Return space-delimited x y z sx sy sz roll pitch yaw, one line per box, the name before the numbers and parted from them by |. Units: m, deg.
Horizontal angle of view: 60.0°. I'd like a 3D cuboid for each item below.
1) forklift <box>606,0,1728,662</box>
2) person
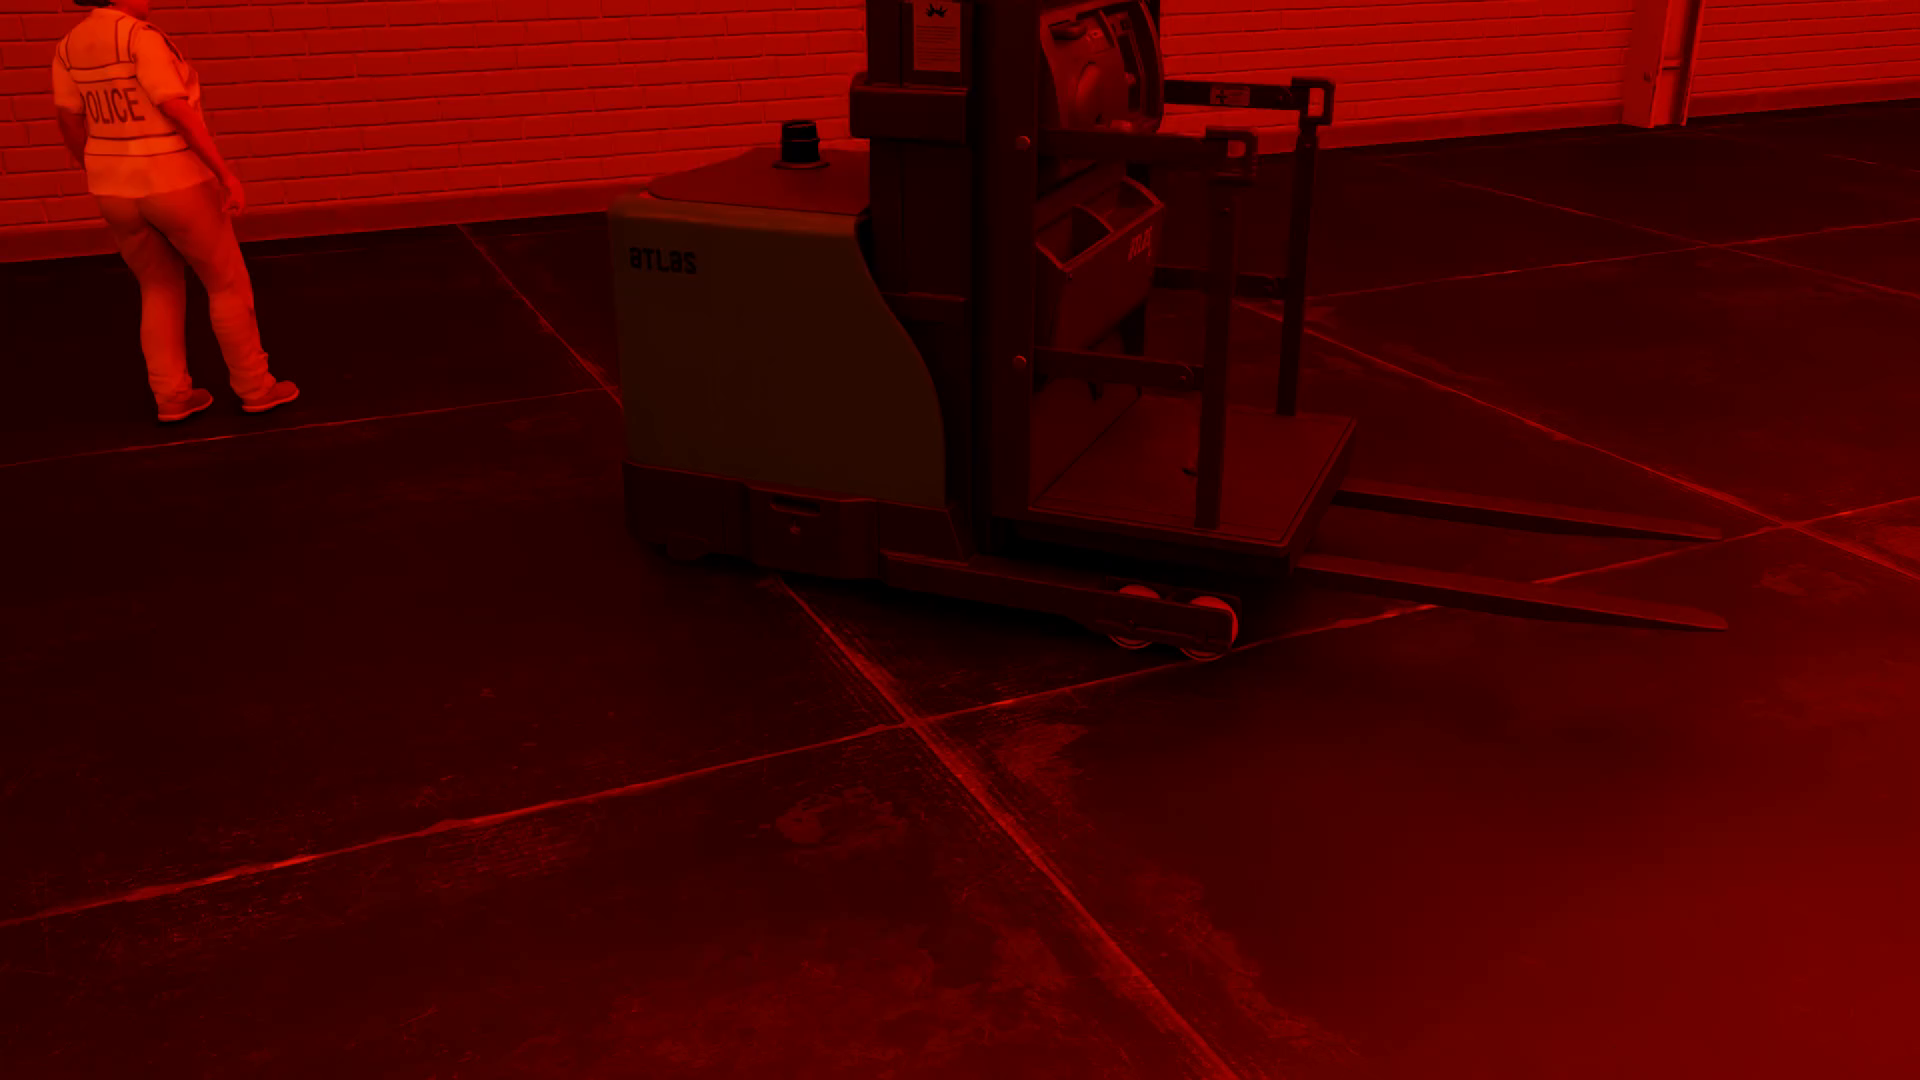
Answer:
forklift | 0.569 -1.268 4.338 3.031 2.935 1.130 9 24 20
person | -2.832 -1.262 5.981 0.643 1.665 0.521 5 23 13
